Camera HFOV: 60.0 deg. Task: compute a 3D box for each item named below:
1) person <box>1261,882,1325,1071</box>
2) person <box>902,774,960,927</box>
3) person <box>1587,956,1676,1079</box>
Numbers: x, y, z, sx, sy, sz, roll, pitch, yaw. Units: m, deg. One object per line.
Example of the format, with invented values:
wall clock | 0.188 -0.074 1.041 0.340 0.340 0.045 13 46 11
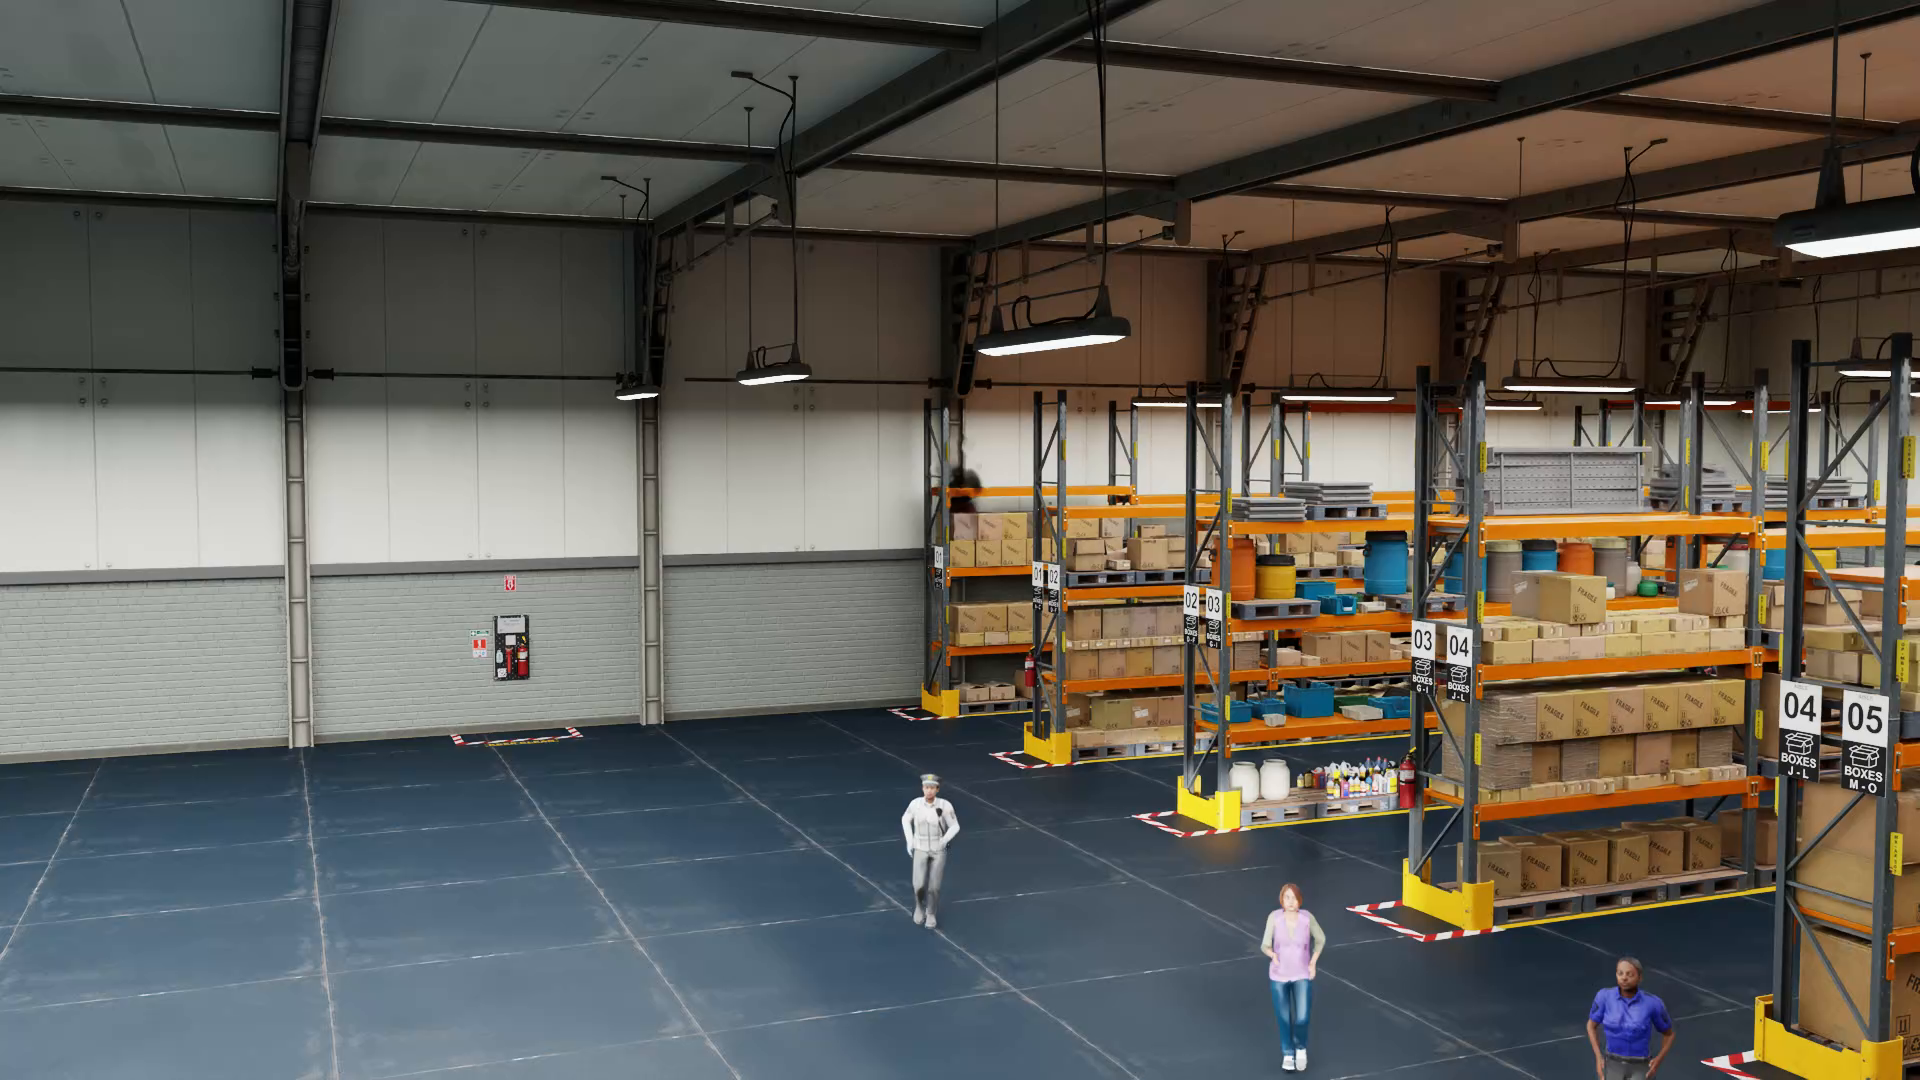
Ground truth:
person | 2.700 3.573 13.514 0.512 1.561 0.593 1 3 14
person | -0.315 3.292 17.593 0.623 1.661 0.548 0 3 2
person | 4.659 3.690 11.562 0.577 1.622 0.611 2 4 25
